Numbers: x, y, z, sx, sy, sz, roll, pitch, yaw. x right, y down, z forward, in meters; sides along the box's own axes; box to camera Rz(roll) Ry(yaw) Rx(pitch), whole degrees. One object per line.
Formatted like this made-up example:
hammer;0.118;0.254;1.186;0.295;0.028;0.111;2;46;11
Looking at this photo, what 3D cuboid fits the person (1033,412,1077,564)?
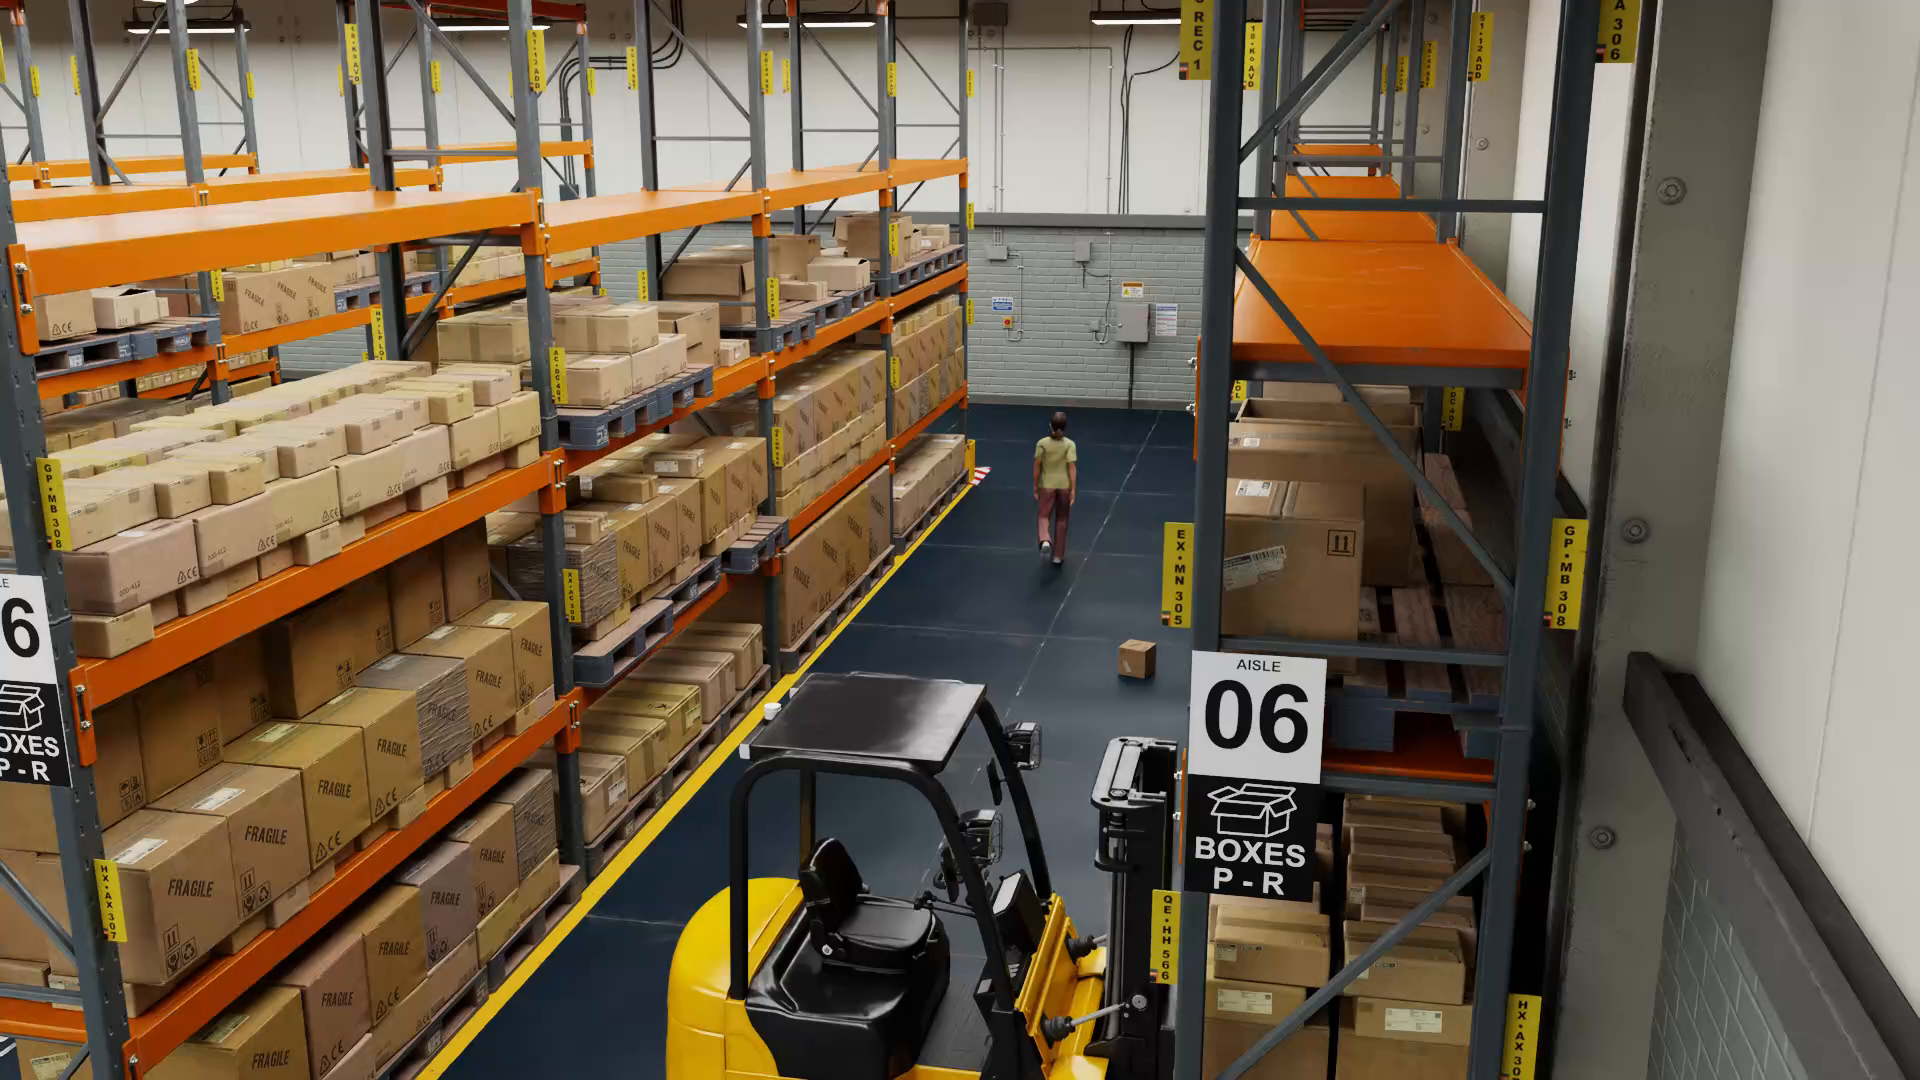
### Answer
person;0.993;-0.525;17.473;0.455;1.641;0.761;1;15;5
